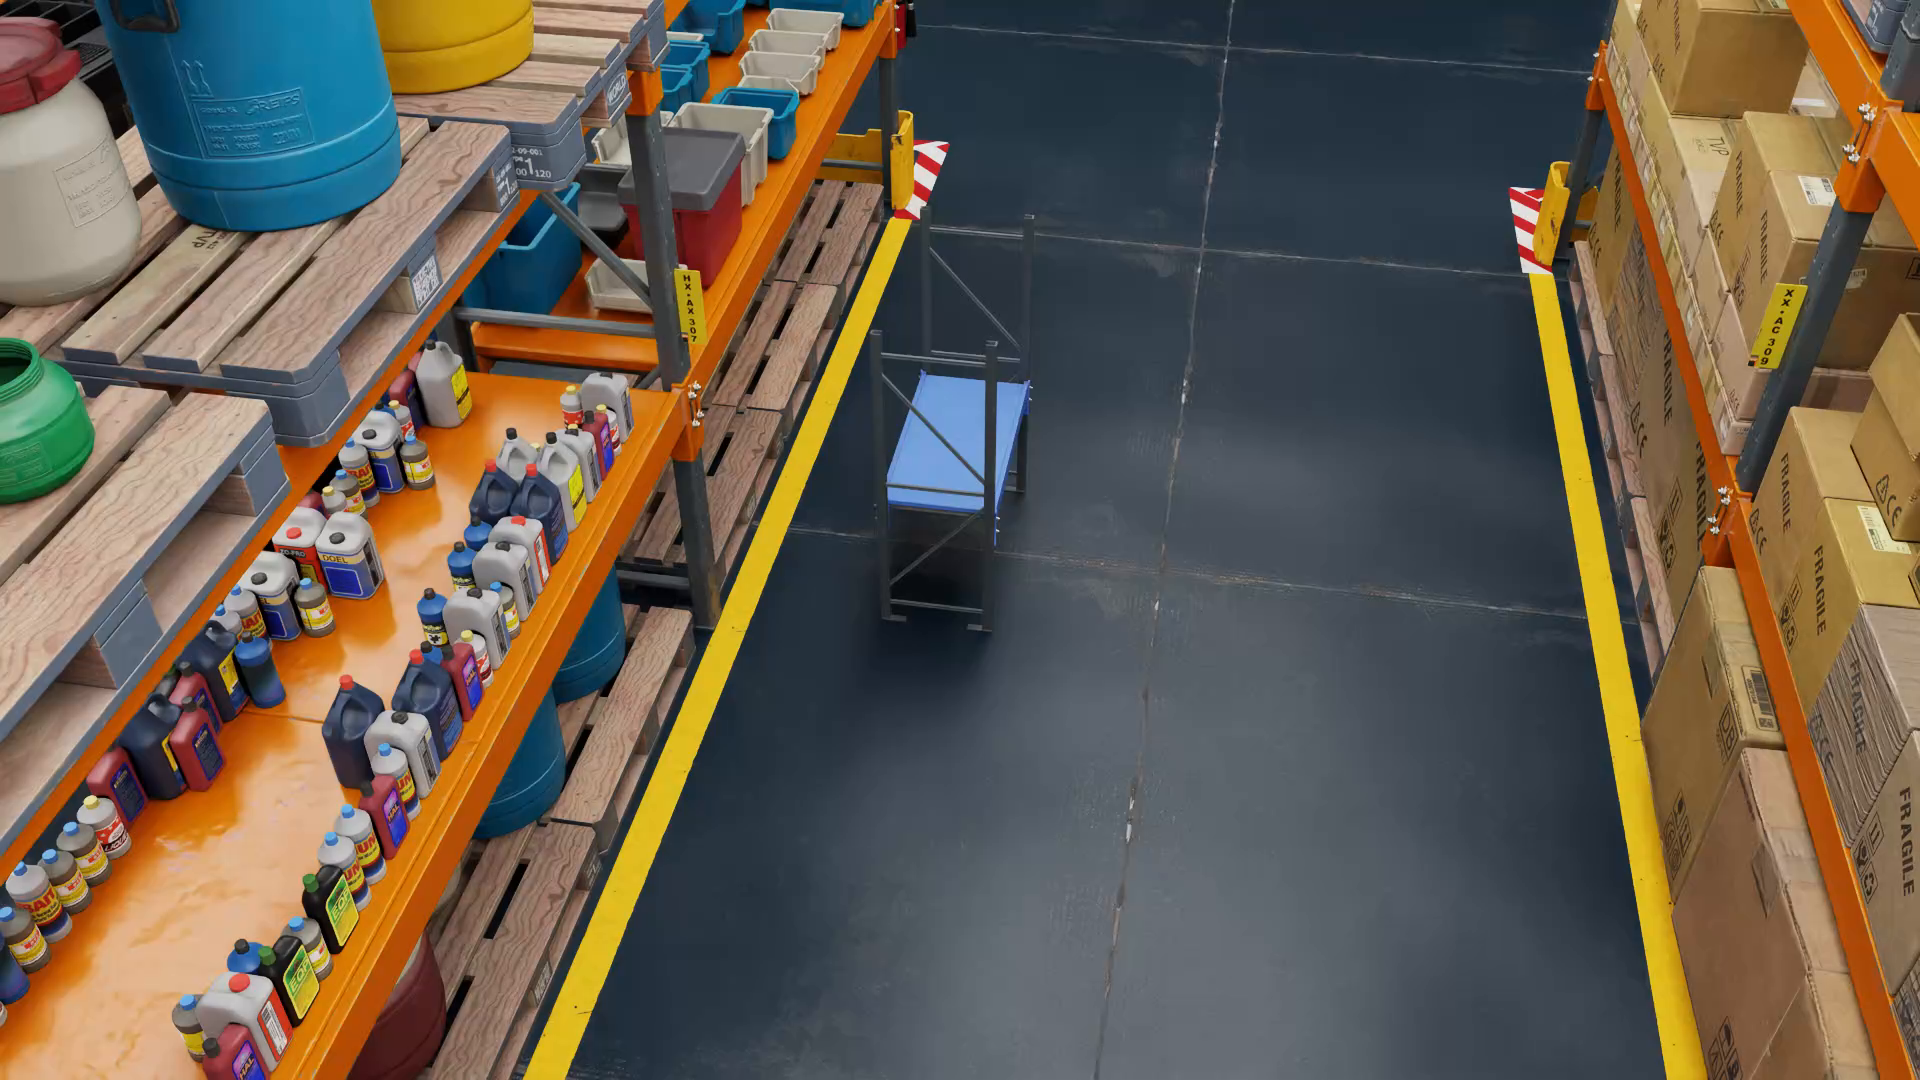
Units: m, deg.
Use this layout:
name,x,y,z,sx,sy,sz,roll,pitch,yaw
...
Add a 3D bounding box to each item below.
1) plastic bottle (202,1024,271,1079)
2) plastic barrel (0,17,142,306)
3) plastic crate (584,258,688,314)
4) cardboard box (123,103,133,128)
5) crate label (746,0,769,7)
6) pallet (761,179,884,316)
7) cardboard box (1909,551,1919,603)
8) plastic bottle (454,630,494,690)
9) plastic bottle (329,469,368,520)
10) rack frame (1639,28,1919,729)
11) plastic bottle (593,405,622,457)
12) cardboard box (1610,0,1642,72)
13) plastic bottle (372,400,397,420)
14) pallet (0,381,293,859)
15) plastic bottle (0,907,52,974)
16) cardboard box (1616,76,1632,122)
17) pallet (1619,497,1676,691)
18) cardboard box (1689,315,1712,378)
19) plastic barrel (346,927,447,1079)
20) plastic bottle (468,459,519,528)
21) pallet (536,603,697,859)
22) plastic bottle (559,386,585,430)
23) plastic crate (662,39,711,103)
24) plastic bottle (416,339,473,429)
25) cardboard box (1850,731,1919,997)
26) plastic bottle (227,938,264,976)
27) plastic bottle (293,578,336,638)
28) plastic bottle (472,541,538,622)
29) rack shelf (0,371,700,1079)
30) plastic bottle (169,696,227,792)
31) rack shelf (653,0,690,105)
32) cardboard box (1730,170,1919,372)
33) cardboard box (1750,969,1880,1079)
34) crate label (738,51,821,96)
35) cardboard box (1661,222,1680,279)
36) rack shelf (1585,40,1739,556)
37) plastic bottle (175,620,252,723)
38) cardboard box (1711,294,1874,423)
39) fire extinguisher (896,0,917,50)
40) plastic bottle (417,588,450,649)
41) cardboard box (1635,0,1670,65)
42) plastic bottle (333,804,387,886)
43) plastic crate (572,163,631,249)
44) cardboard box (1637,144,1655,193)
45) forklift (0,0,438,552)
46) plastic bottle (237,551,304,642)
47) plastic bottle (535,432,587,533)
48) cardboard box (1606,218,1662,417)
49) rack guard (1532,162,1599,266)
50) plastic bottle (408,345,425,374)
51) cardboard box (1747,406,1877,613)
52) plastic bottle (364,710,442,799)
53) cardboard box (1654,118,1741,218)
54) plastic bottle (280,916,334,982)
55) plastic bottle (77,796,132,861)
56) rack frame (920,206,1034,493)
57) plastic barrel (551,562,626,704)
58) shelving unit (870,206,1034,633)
name,x,y,z,sx,sy,sz,roll,pitch,yaw
plastic bottle,-1.766,1.275,4.042,0.061,0.283,0.133,6,40,8
plastic barrel,-2.102,-0.832,3.709,0.433,0.535,0.433,0,40,0
plastic crate,-1.347,-1.041,6.912,0.396,0.136,0.243,6,40,8
cardboard box,-5.606,-2.740,10.423,0.500,0.500,0.500,6,40,8
crate label,-1.243,-3.193,9.440,0.416,0.233,0.303,6,40,8
pallet,-1.057,-1.766,9.817,1.003,0.211,1.213,6,40,8
cardboard box,3.077,0.109,4.495,0.797,0.503,0.637,7,40,8
plastic bottle,-1.525,0.368,5.204,0.097,0.201,0.097,0,40,0
plastic bottle,-2.151,-0.158,5.839,0.097,0.201,0.097,0,40,0
rack frame,3.310,-0.297,5.852,1.000,3.000,0.127,6,40,8
plastic bottle,-1.311,-0.408,6.142,0.097,0.201,0.097,0,40,0
cardboard box,3.653,-2.593,8.513,0.500,0.250,0.500,5,40,6
plastic bottle,-2.094,-0.391,6.067,0.097,0.271,0.097,0,40,0
pallet,-2.032,0.115,3.148,1.003,0.211,1.213,6,40,8
plastic bottle,-2.482,1.044,4.386,0.097,0.201,0.097,0,40,0
cardboard box,3.529,-2.202,8.354,0.380,0.149,0.250,6,40,7
pallet,3.518,0.309,7.307,1.003,0.211,1.213,6,40,8
cardboard box,3.129,-0.750,6.598,0.380,0.149,0.250,6,40,7
plastic barrel,-1.997,1.417,5.342,0.600,0.588,0.708,6,40,8
plastic bottle,-1.579,-0.111,5.666,0.144,0.351,0.185,6,40,8
pallet,-1.743,0.711,6.821,1.003,0.211,1.213,6,40,8
plastic bottle,-1.444,-0.486,6.236,0.097,0.201,0.097,0,40,0
plastic crate,-1.471,-2.367,8.440,0.416,0.233,0.300,6,40,8
plastic bottle,-1.956,-0.614,6.274,0.144,0.351,0.185,6,40,8
cardboard box,2.727,0.880,4.350,0.500,0.500,0.500,7,40,9
plastic bottle,-1.800,1.114,4.246,0.097,0.271,0.097,0,40,0
plastic bottle,-2.098,0.211,5.394,0.097,0.201,0.097,0,40,0
plastic bottle,-1.492,0.118,5.448,0.152,0.276,0.135,6,40,8
rack shelf,-1.914,0.689,5.224,1.077,0.370,4.000,6,40,8
plastic bottle,-2.239,0.594,4.866,0.061,0.283,0.133,6,40,8
rack shelf,-1.222,-2.977,7.304,1.077,0.370,4.000,6,40,8
cardboard box,3.126,-0.961,5.951,0.500,0.500,0.500,7,40,9
cardboard box,2.919,1.881,4.556,1.225,0.875,0.875,7,40,8
crate label,-0.928,-2.385,8.538,0.396,0.136,0.243,6,40,8
cardboard box,3.262,-1.234,7.183,0.380,0.149,0.250,6,40,7
rack shelf,3.656,-1.275,7.599,1.077,0.370,4.000,6,40,8
plastic bottle,-2.289,0.373,5.080,0.144,0.351,0.185,6,40,8
cardboard box,3.128,-0.660,6.175,0.500,0.250,0.500,6,40,7
fire extinguisher,-0.403,-3.225,9.746,0.296,0.674,0.183,6,40,8
plastic bottle,-1.658,0.263,5.276,0.097,0.271,0.097,0,40,0
cardboard box,3.567,-2.568,7.895,0.500,0.500,0.500,5,40,7
plastic bottle,-1.660,0.831,4.589,0.097,0.271,0.097,0,40,0
plastic crate,-1.639,-1.492,7.467,0.437,0.125,0.590,6,40,8
cardboard box,3.395,-1.717,7.767,0.380,0.149,0.250,6,40,7
forklift,-3.550,-1.132,6.916,1.130,2.935,3.031,11,41,13
plastic bottle,-2.224,0.180,5.373,0.152,0.276,0.135,6,40,8
plastic bottle,-1.405,-0.211,5.787,0.144,0.351,0.185,6,40,8
cardboard box,3.813,-1.169,8.244,0.875,0.875,0.875,6,40,8
rack guard,4.006,-1.859,9.703,1.175,0.500,0.348,6,40,8
plastic bottle,-2.052,-0.615,6.328,0.061,0.283,0.133,6,40,8
cardboard box,2.984,-0.074,5.504,0.500,0.500,0.500,7,40,8
plastic bottle,-1.627,0.609,4.854,0.152,0.276,0.135,6,40,8
cardboard box,3.394,-1.623,7.340,0.500,0.250,0.500,6,40,7
plastic bottle,-1.717,1.064,4.362,0.097,0.201,0.097,0,40,0
plastic bottle,-2.415,0.800,4.681,0.097,0.201,0.097,0,40,0
rack frame,0.073,-0.844,7.690,0.500,1.500,0.032,6,40,8
plastic barrel,-1.679,0.143,6.637,0.600,0.901,0.708,6,40,8
shelving unit,-0.015,-0.524,7.304,0.538,1.500,1.048,6,40,8
